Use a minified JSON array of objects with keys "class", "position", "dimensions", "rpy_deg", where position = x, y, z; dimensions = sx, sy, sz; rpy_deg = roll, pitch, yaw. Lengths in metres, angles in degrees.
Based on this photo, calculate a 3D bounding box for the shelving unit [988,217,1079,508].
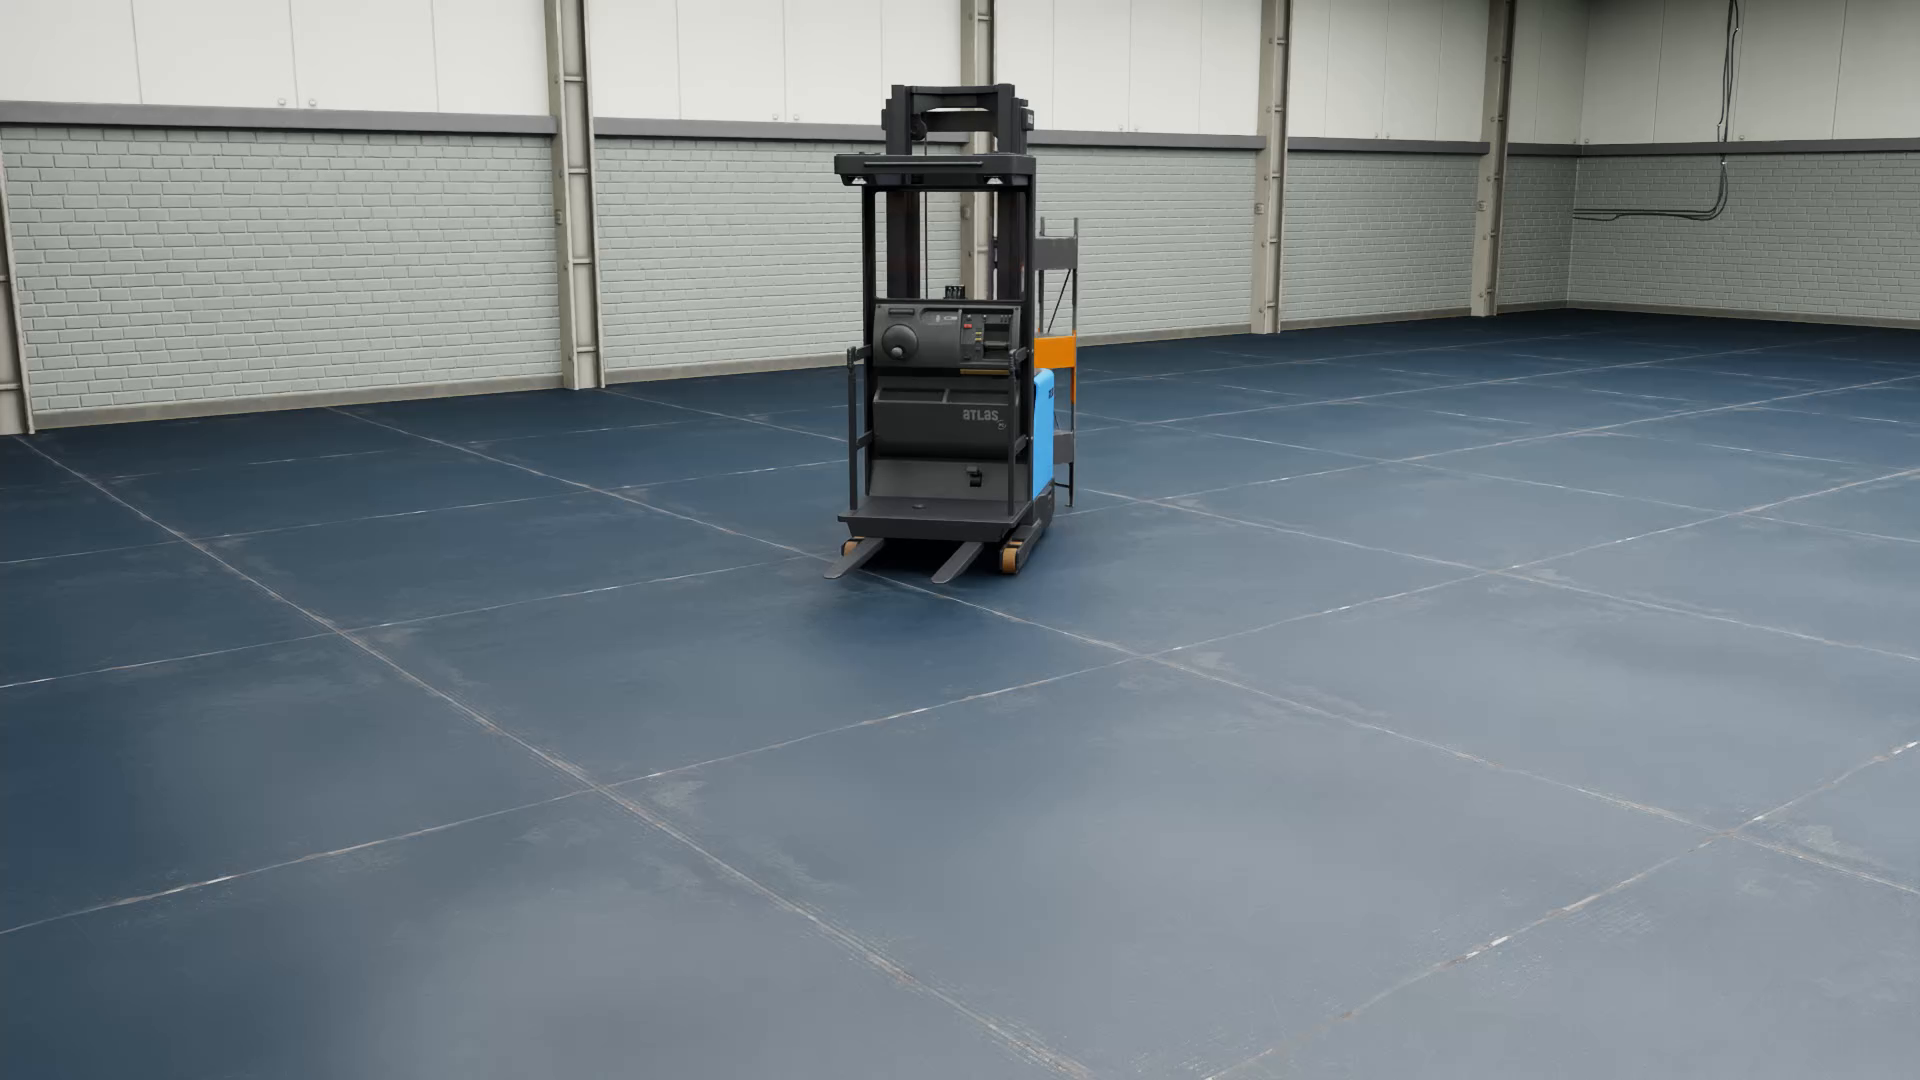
[{"class":"shelving unit","position":[0.522,-1.270,12.050],"dimensions":[0.503,2.100,0.431],"rpy_deg":[-9,15,-37]}]

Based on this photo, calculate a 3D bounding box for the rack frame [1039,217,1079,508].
[{"class":"rack frame","position":[0.713,-1.301,12.198],"dimensions":[0.015,2.100,0.400],"rpy_deg":[-9,15,-37]}]

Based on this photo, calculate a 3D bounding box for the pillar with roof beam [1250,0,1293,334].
[{"class":"pillar with roof beam","position":[7.629,-7.060,22.714],"dimensions":[0.400,9.000,9.100],"rpy_deg":[-9,15,-38]}]

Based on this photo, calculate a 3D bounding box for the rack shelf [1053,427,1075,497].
[{"class":"rack shelf","position":[0.520,-0.571,12.197],"dimensions":[0.480,0.518,0.431],"rpy_deg":[-9,15,-37]}]

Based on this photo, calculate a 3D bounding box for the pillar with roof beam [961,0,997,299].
[{"class":"pillar with roof beam","position":[2.944,-6.282,19.047],"dimensions":[0.400,9.000,9.100],"rpy_deg":[-9,15,-38]}]

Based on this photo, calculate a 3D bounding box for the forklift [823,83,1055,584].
[{"class":"forklift","position":[-0.122,-1.306,10.221],"dimensions":[1.130,2.935,3.031],"rpy_deg":[2,12,11]}]

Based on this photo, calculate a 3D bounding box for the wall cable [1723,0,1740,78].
[{"class":"wall cable","position":[14.441,-9.218,28.190],"dimensions":[0.112,2.526,3.097],"rpy_deg":[-9,15,-38]}]

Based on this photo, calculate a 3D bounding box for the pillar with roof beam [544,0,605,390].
[{"class":"pillar with roof beam","position":[-1.742,-5.503,15.381],"dimensions":[0.400,9.000,9.100],"rpy_deg":[-9,15,-38]}]

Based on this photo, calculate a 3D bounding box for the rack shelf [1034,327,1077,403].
[{"class":"rack shelf","position":[0.522,-1.256,12.053],"dimensions":[0.480,0.518,0.431],"rpy_deg":[-9,15,-37]}]

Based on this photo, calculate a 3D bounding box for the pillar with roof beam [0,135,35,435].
[{"class":"pillar with roof beam","position":[-6.427,-4.725,11.714],"dimensions":[0.400,9.000,9.100],"rpy_deg":[-9,15,-38]}]

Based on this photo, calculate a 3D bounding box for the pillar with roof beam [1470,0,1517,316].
[{"class":"pillar with roof beam","position":[12.314,-7.839,26.380],"dimensions":[0.400,9.000,9.100],"rpy_deg":[-9,15,-38]}]

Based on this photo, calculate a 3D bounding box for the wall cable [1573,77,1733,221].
[{"class":"wall cable","position":[12.751,-7.186,30.781],"dimensions":[0.112,2.526,3.097],"rpy_deg":[-9,15,-38]}]

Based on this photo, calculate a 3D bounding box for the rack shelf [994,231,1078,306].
[{"class":"rack shelf","position":[0.523,-1.942,11.909],"dimensions":[0.480,0.518,0.431],"rpy_deg":[-9,15,-37]}]

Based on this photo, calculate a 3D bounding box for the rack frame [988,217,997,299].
[{"class":"rack frame","position":[0.330,-1.239,11.902],"dimensions":[0.015,2.100,0.400],"rpy_deg":[-9,15,-37]}]
